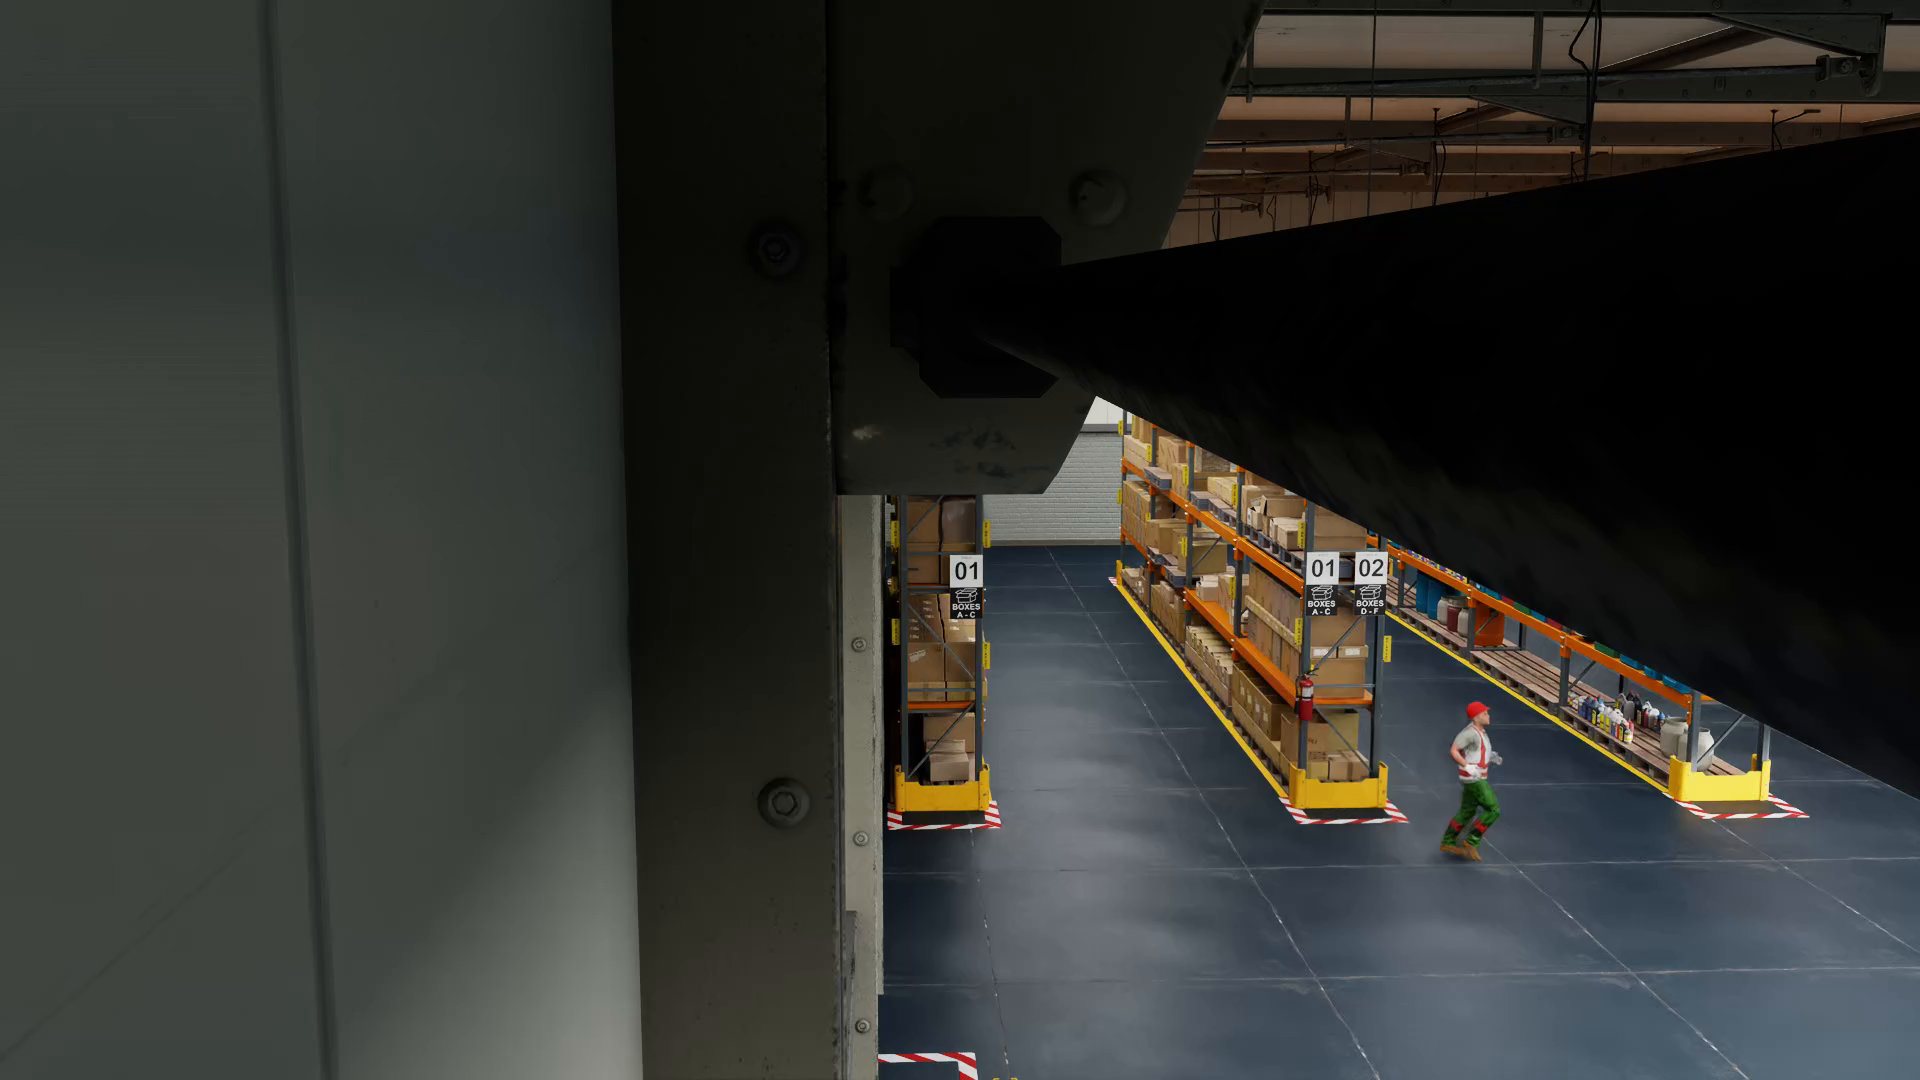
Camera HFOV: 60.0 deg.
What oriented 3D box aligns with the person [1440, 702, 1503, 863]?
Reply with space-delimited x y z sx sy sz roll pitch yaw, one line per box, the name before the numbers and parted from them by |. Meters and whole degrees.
person | 5.786 2.706 18.755 0.633 1.799 0.688 3 9 22
